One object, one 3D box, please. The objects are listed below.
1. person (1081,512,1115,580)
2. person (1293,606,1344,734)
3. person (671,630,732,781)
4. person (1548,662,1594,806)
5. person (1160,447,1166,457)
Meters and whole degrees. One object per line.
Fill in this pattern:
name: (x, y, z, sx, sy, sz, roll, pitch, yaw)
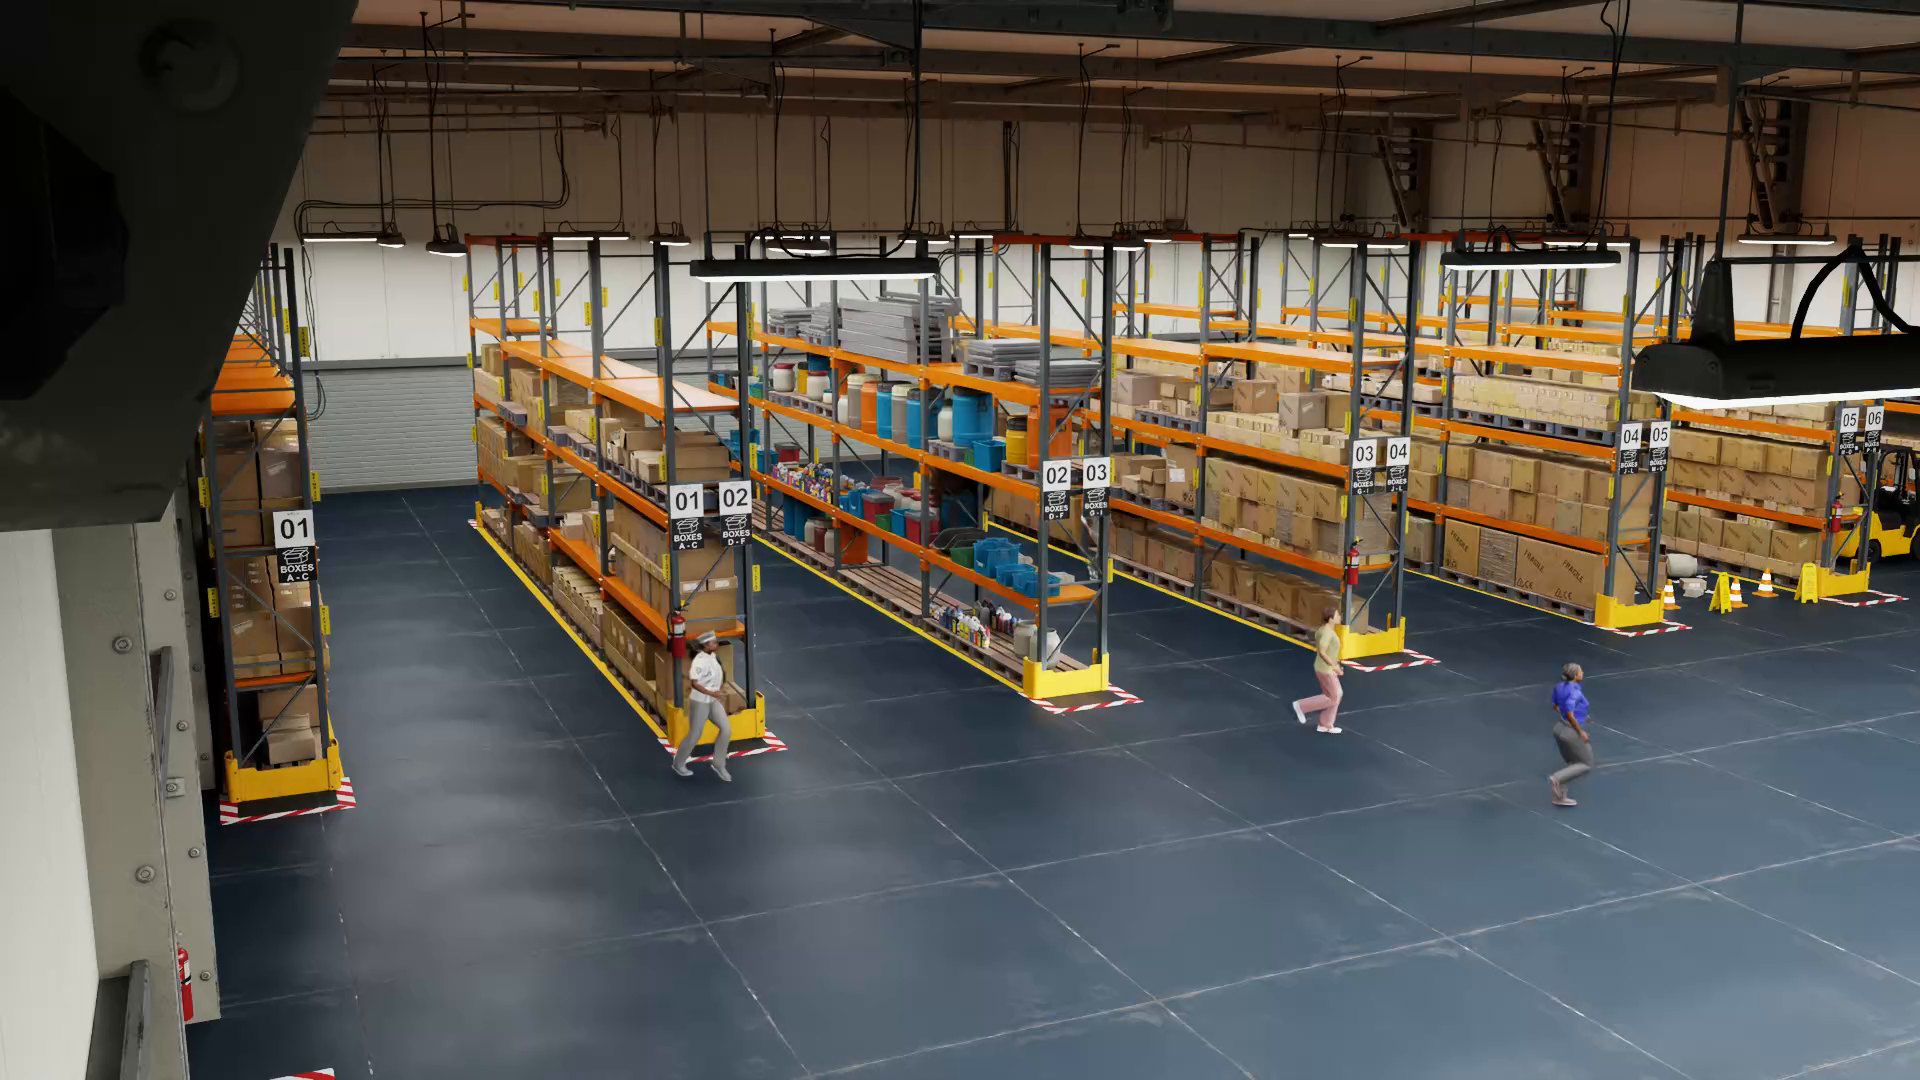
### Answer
person: (2.363, -0.059, 27.794, 0.522, 1.581, 0.550, -9, 14, -40)
person: (4.451, 1.606, 20.632, 0.623, 1.622, 0.572, 1, 11, 7)
person: (-2.901, 1.874, 19.069, 0.698, 1.715, 0.646, 4, 12, 20)
person: (6.635, 2.111, 18.049, 0.558, 1.612, 0.574, -2, 11, -9)
person: (5.398, -2.701, 42.355, 0.923, 1.796, 0.638, -4, 12, -20)
